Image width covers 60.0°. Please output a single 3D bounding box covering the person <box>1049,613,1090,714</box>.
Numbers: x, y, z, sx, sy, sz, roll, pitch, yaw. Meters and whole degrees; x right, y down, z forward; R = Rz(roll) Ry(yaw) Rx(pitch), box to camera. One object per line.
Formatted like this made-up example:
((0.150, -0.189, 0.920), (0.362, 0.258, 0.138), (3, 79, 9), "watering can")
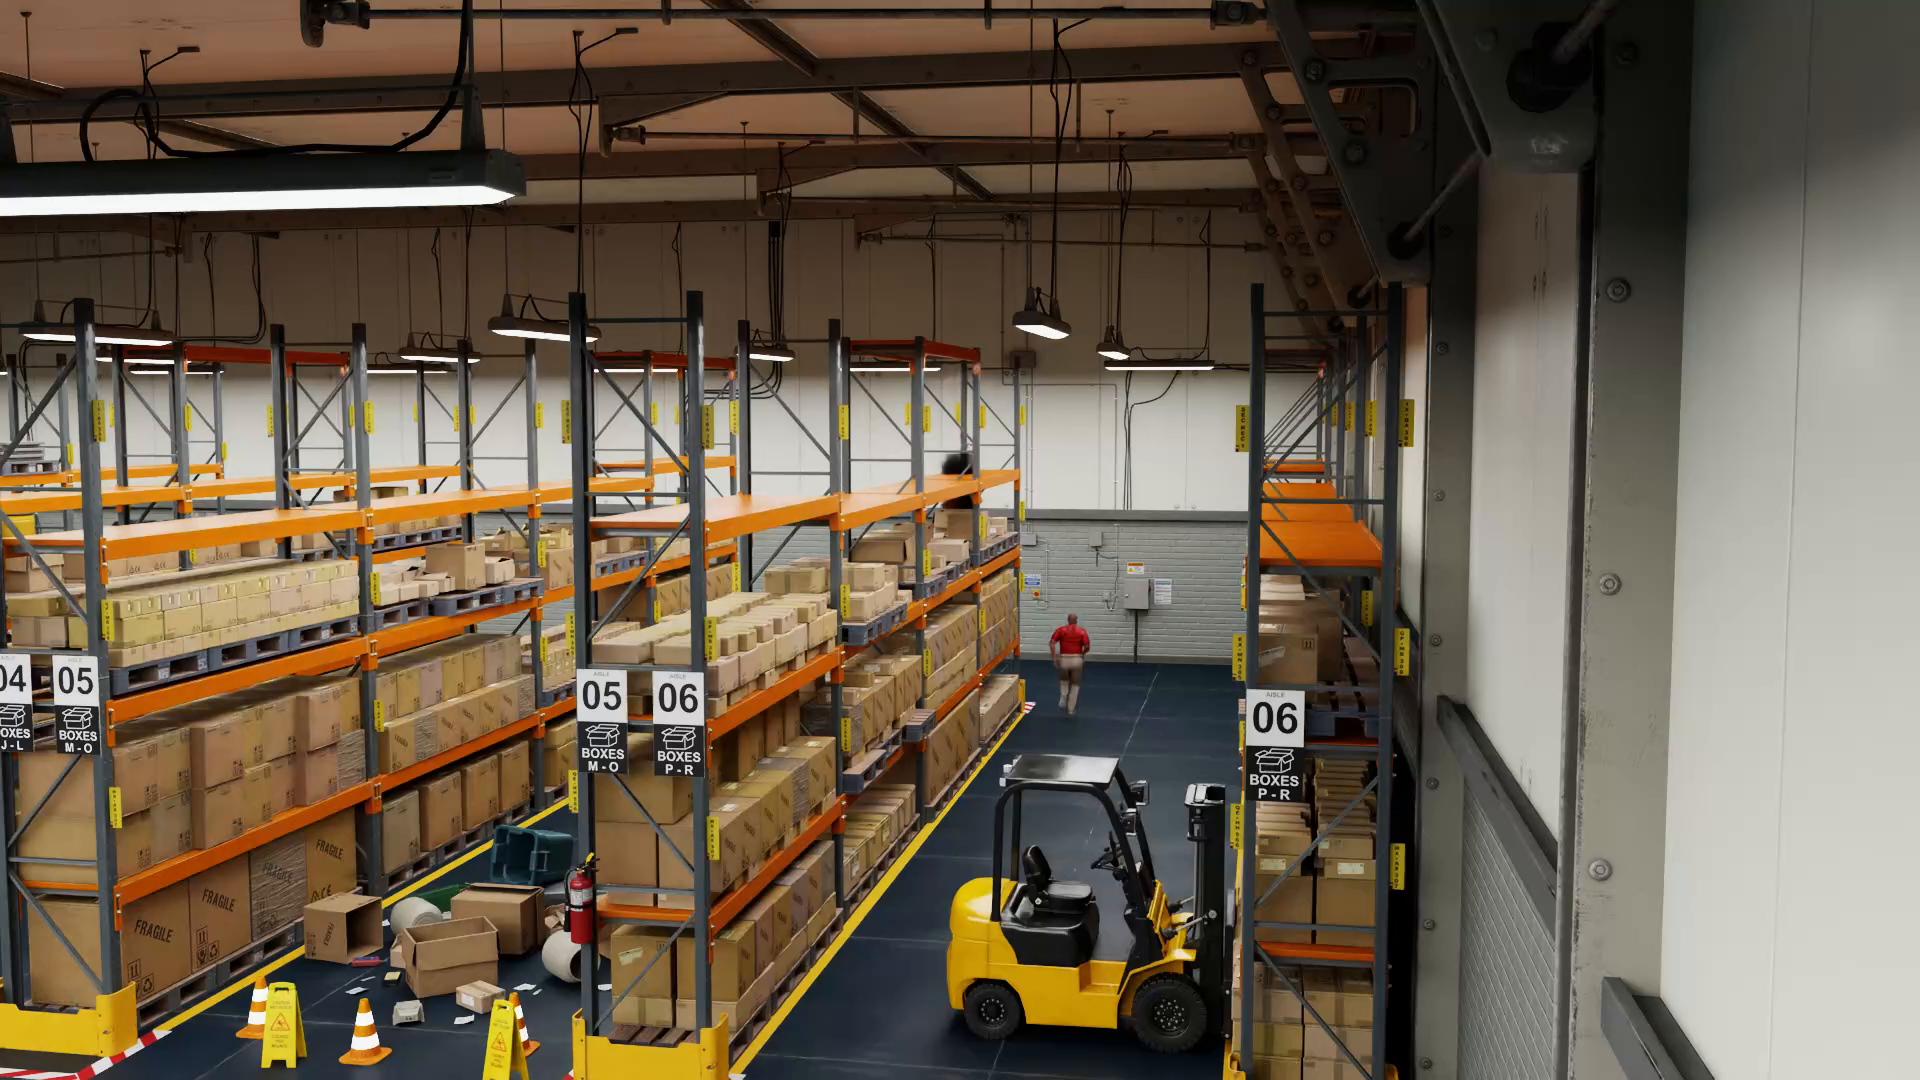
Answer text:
((1.833, 2.031, 27.497), (0.658, 1.678, 0.638), (1, 5, 13), "person")
